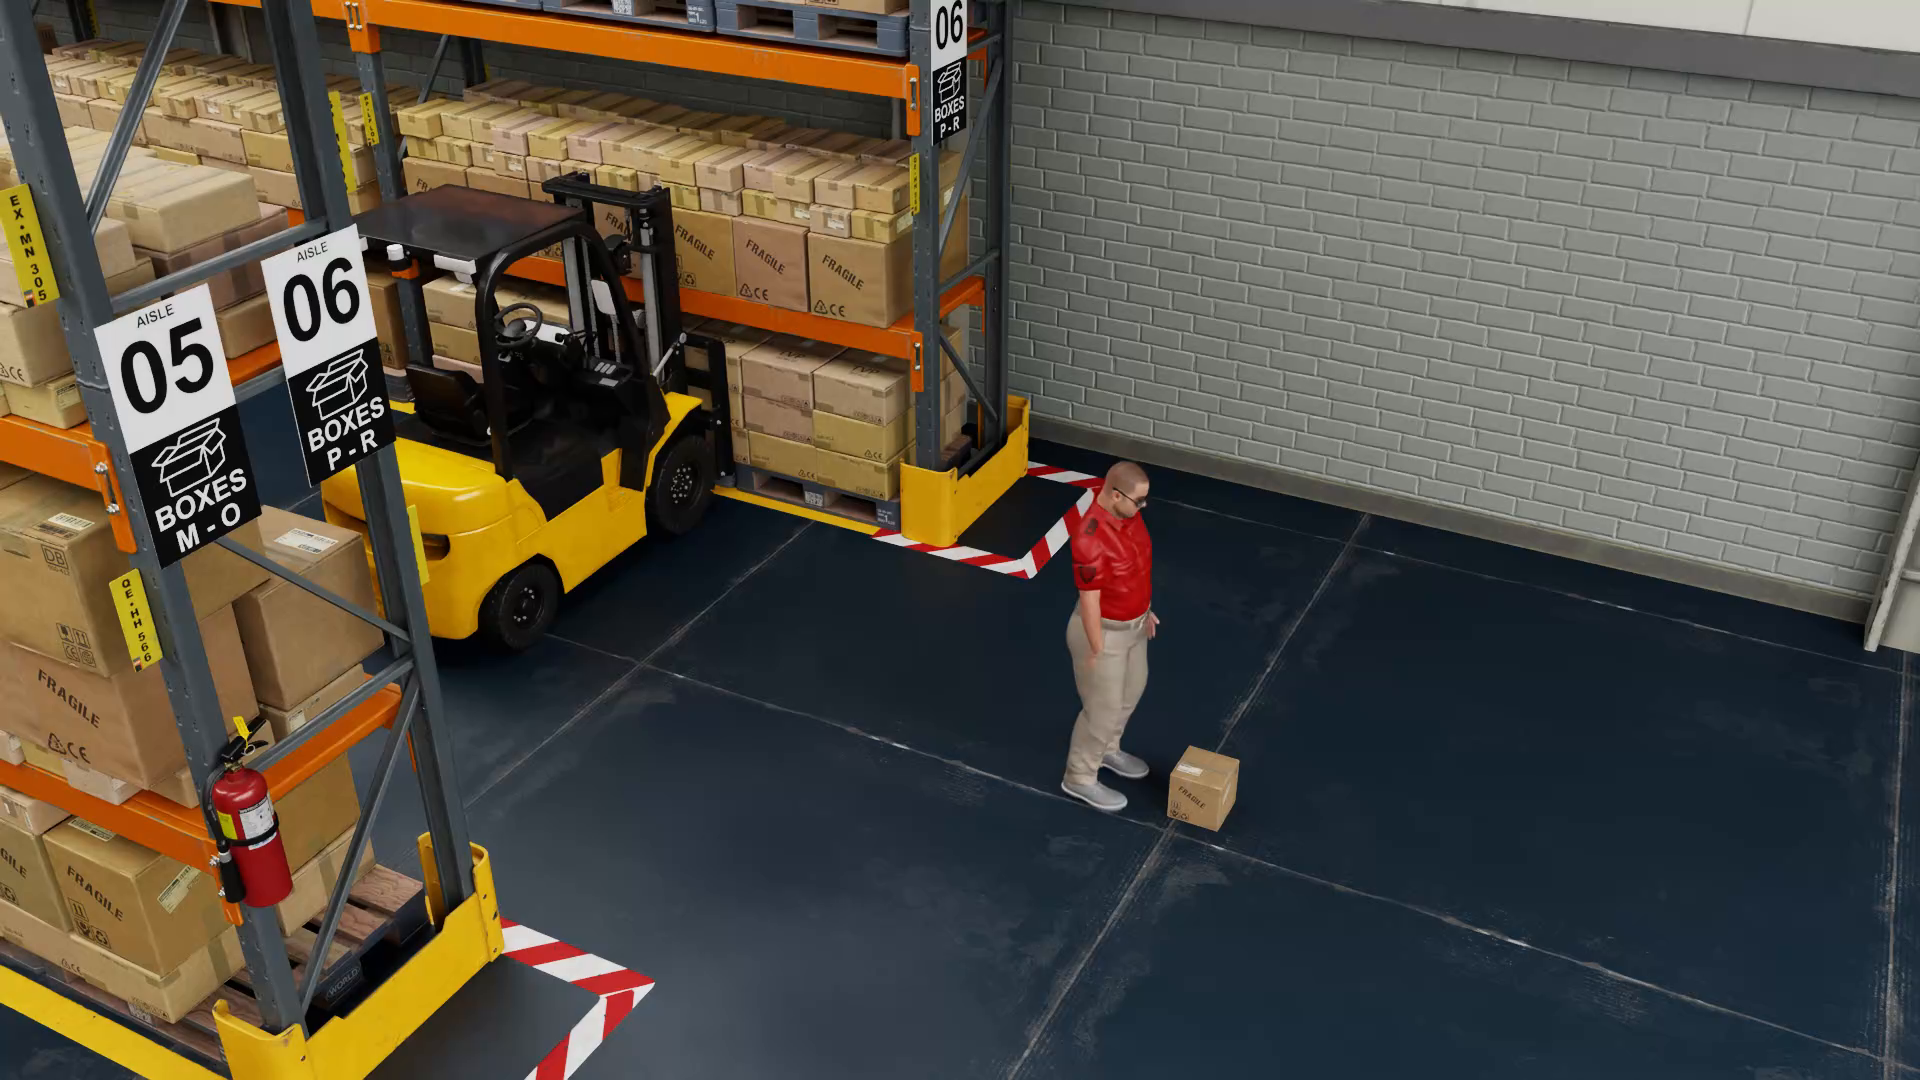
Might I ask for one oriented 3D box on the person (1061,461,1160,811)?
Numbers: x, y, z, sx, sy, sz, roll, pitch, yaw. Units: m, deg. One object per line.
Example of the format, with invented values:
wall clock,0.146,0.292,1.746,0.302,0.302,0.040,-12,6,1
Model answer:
person,0.704,0.408,7.618,0.357,1.717,0.534,15,33,24
